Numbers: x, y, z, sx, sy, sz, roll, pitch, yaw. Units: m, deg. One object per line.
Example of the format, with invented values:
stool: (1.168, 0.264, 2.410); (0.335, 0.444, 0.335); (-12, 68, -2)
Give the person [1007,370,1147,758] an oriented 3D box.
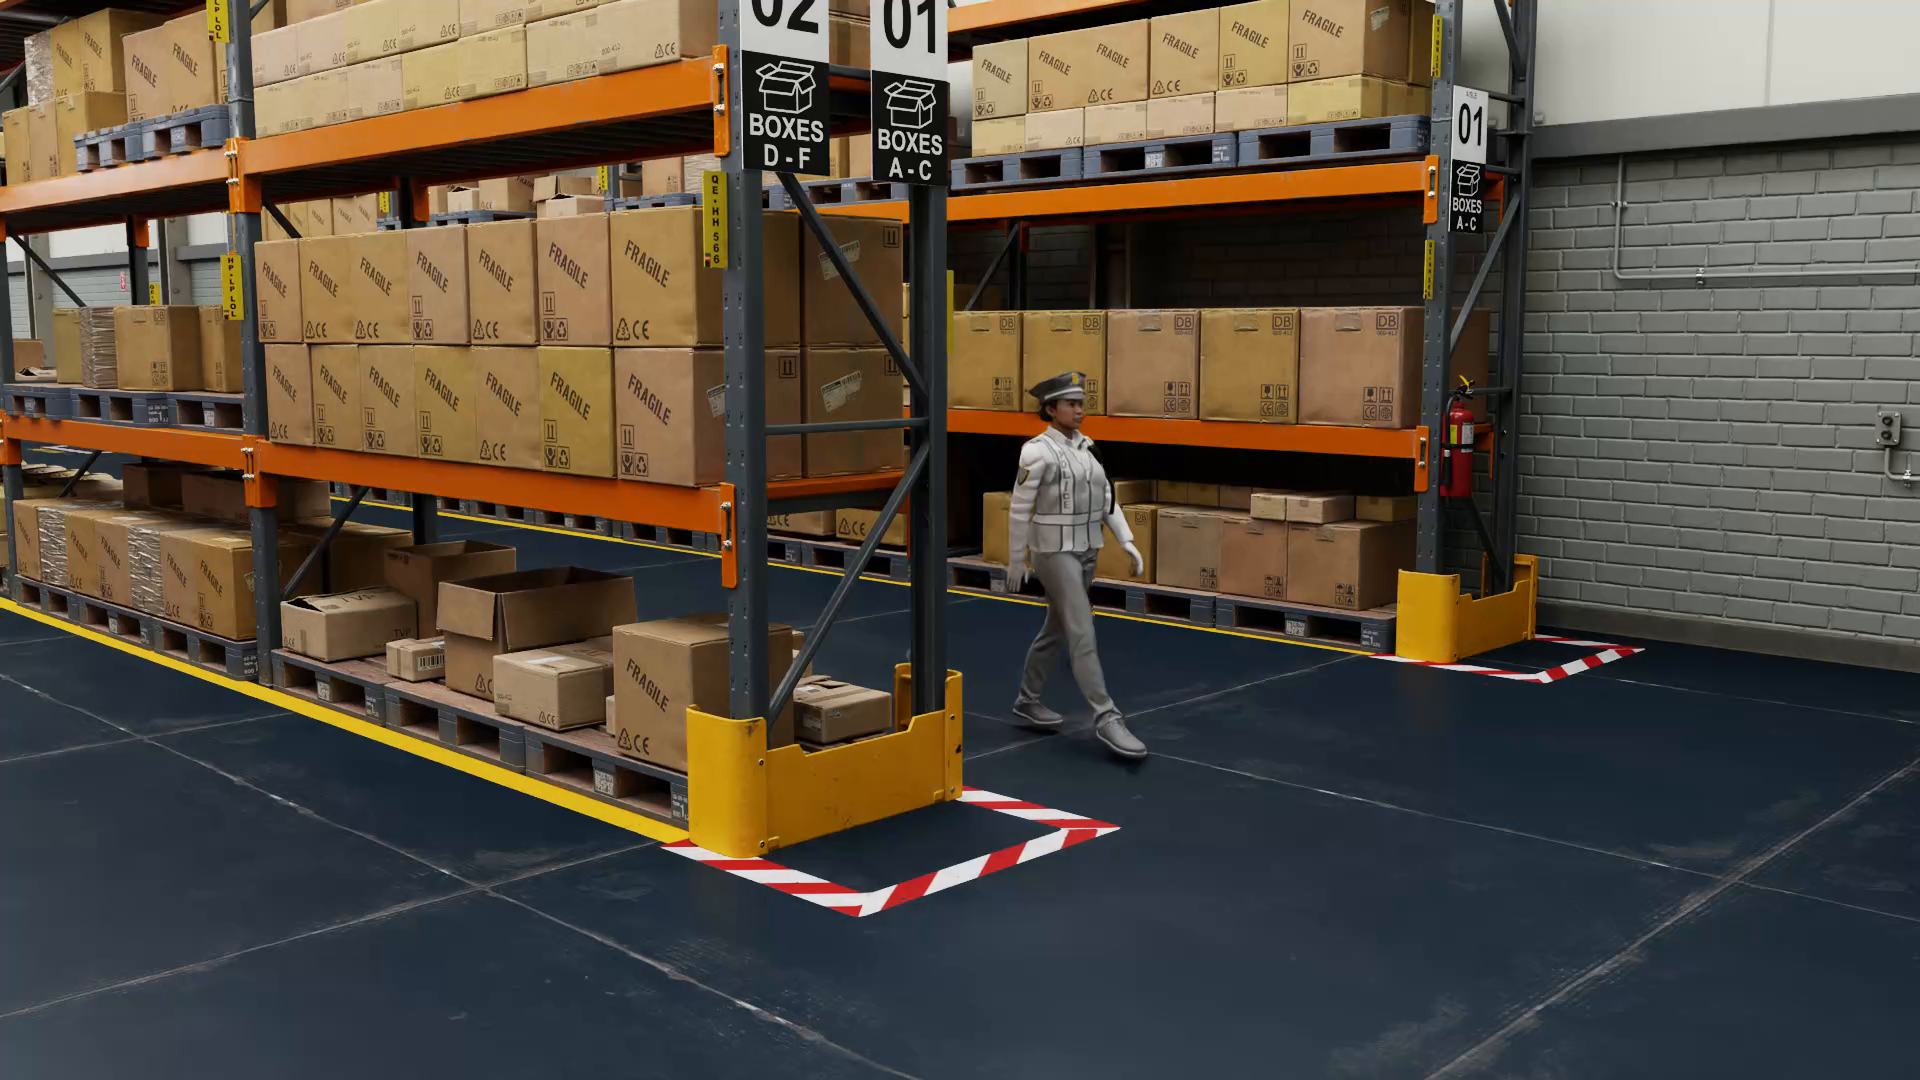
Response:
person: (0.568, 0.066, 7.474); (0.896, 1.650, 0.502); (6, 9, 41)
